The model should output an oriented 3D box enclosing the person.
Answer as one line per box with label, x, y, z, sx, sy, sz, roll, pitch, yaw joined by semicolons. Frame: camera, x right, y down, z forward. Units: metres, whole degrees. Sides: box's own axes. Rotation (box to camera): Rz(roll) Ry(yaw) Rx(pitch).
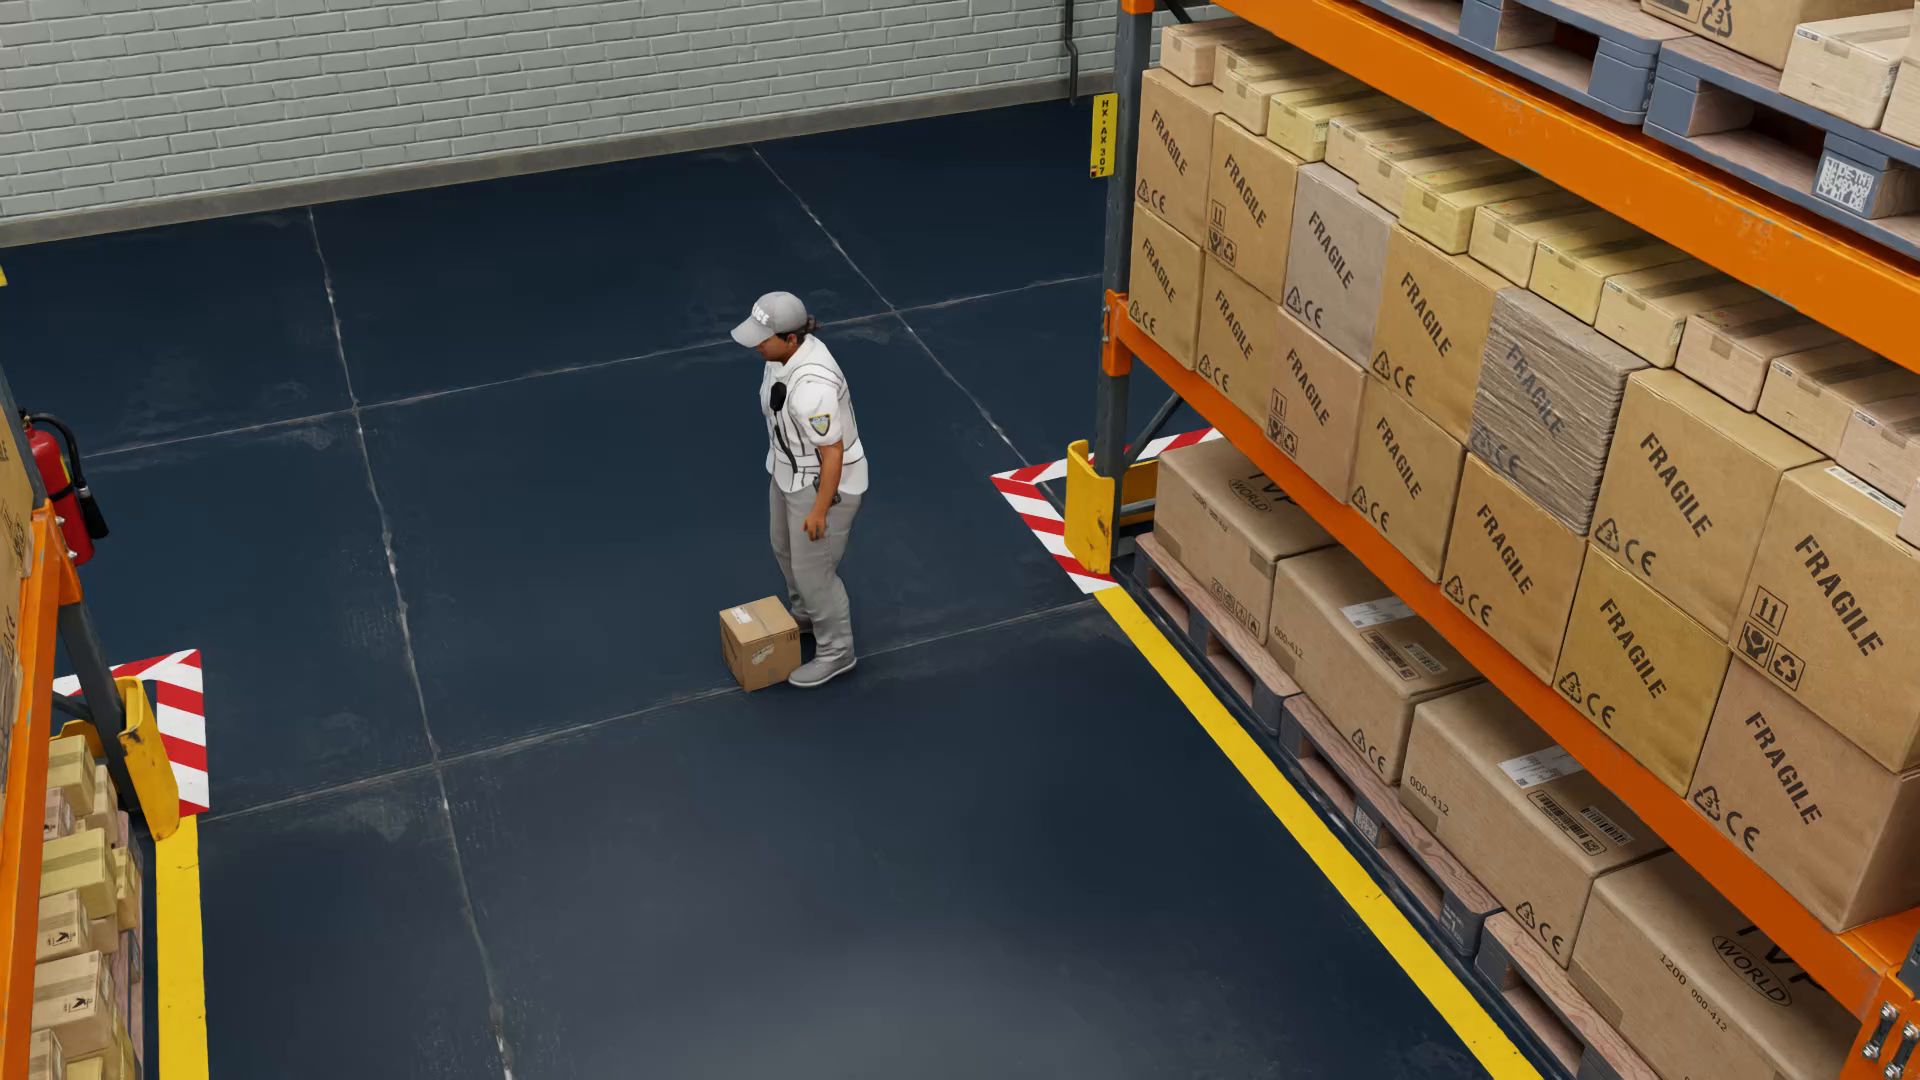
person;-0.613;-0.217;6.460;0.469;1.666;0.542;-13;36;-19
